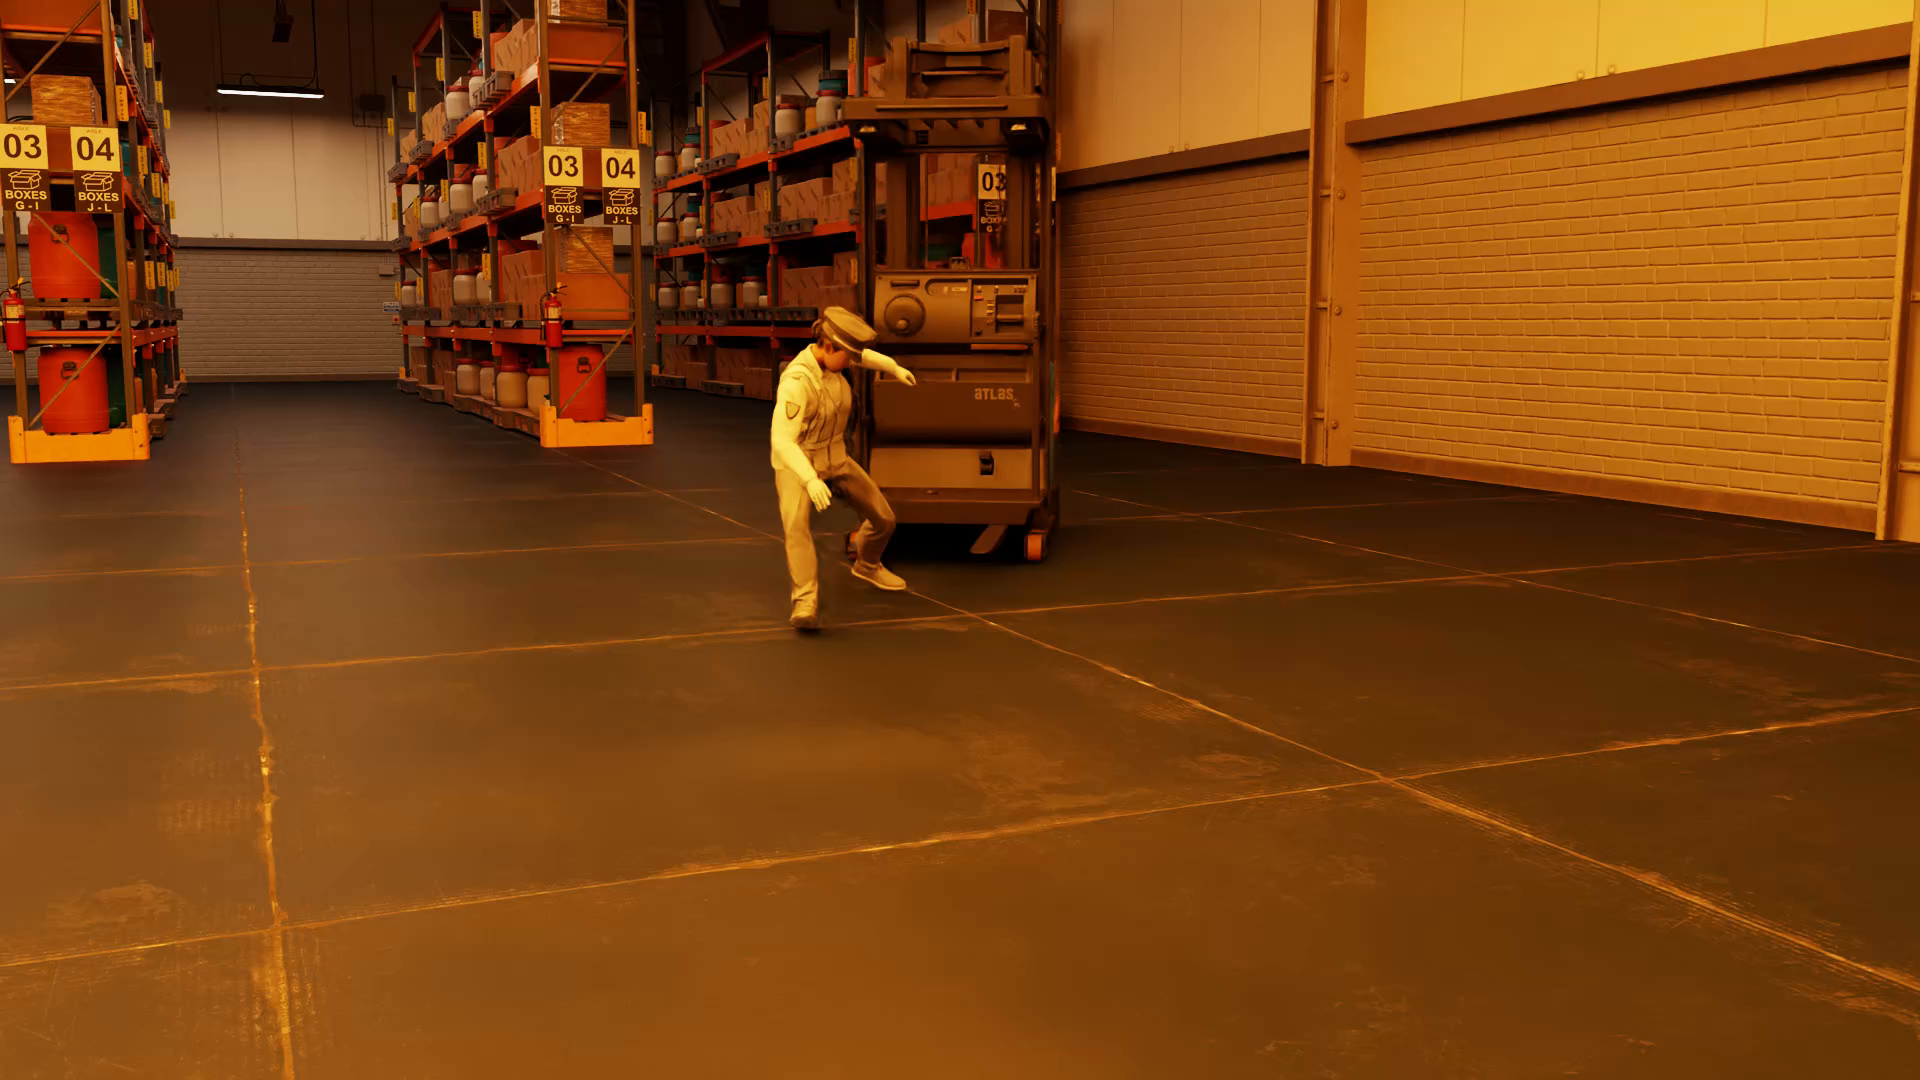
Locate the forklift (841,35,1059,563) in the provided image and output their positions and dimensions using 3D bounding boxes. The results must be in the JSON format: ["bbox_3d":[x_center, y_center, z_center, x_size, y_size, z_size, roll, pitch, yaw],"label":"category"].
[{"bbox_3d":[-0.048,-1.371,9.341,1.130,2.935,3.031,1,8,6],"label":"forklift"}]

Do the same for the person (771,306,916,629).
[{"bbox_3d":[-0.543,-0.354,7.539,0.705,1.397,1.200,6,10,39],"label":"person"}]
